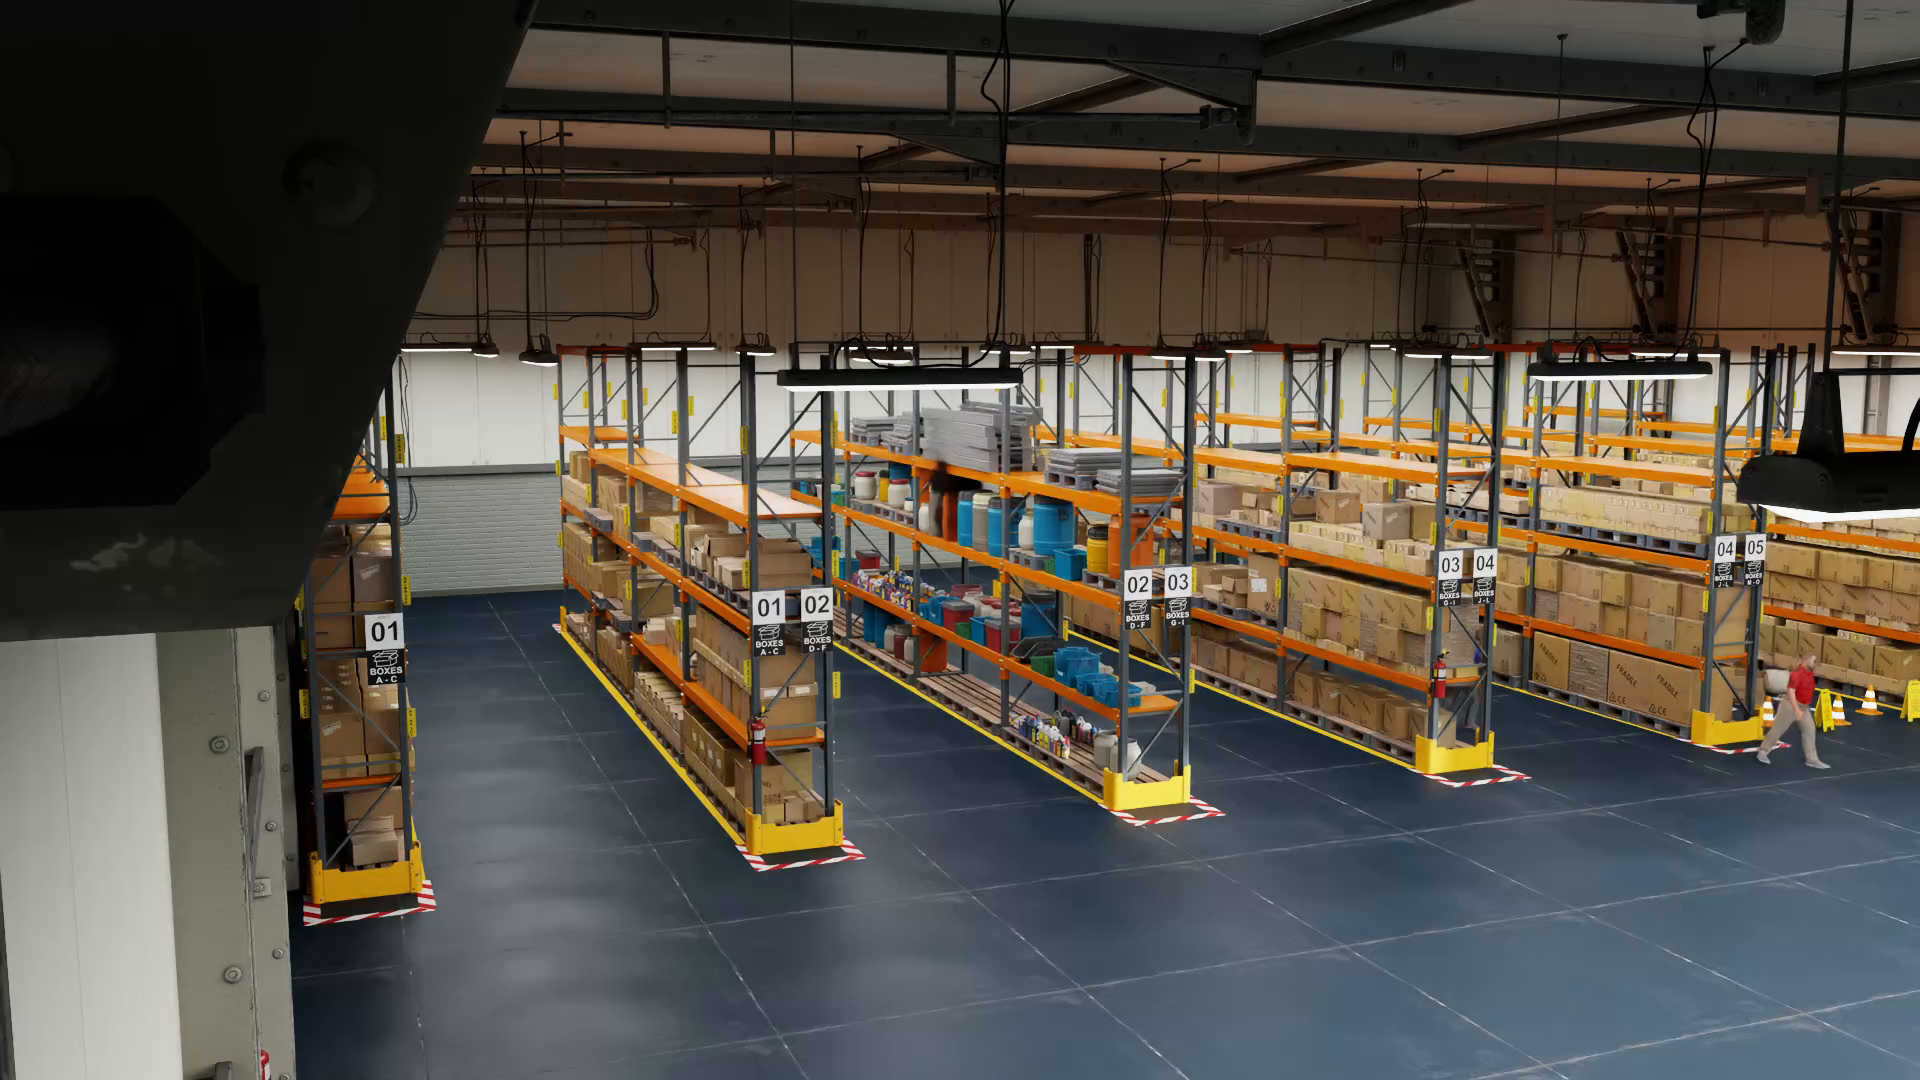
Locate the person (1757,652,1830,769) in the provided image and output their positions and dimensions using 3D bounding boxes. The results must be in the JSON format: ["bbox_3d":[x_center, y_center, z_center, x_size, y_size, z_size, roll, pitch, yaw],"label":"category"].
[{"bbox_3d":[12.123,2.445,24.105,0.710,1.685,0.902,-5,9,-37],"label":"person"}]

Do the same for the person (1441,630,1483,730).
[{"bbox_3d":[8.053,2.204,26.428,0.822,1.594,0.659,0,7,-3],"label":"person"}]

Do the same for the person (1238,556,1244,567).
[{"bbox_3d":[7.547,-0.086,43.628,0.795,1.853,0.702,-5,9,-37],"label":"person"}]
